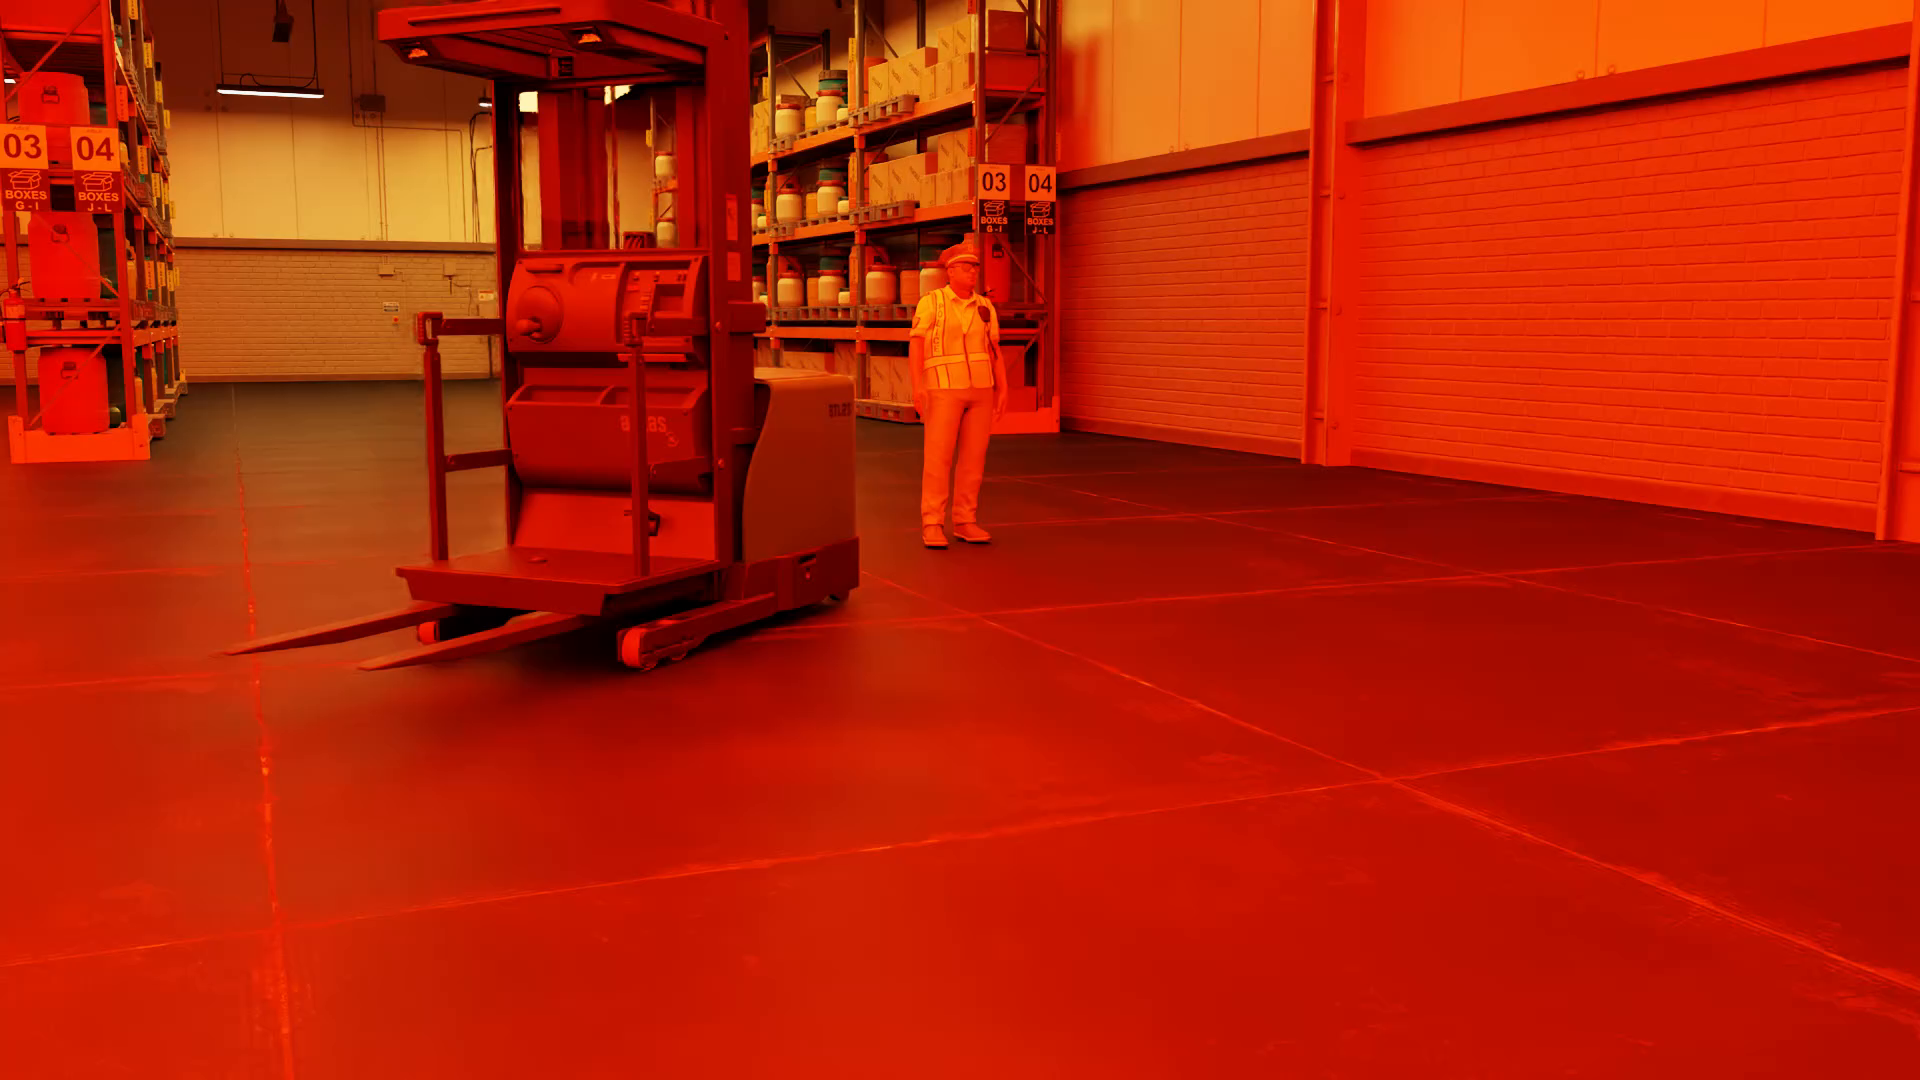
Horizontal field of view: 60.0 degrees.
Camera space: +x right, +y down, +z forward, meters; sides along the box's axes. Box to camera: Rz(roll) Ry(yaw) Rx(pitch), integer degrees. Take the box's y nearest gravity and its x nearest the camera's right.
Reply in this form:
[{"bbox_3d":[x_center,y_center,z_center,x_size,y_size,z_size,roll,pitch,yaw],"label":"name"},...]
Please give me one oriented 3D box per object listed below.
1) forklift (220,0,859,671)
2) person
[{"bbox_3d":[-1.555,-1.017,6.655,1.130,2.935,3.031,3,8,24],"label":"forklift"},{"bbox_3d":[0.021,-0.882,9.961,0.641,1.781,0.574,-3,8,-23],"label":"person"}]
